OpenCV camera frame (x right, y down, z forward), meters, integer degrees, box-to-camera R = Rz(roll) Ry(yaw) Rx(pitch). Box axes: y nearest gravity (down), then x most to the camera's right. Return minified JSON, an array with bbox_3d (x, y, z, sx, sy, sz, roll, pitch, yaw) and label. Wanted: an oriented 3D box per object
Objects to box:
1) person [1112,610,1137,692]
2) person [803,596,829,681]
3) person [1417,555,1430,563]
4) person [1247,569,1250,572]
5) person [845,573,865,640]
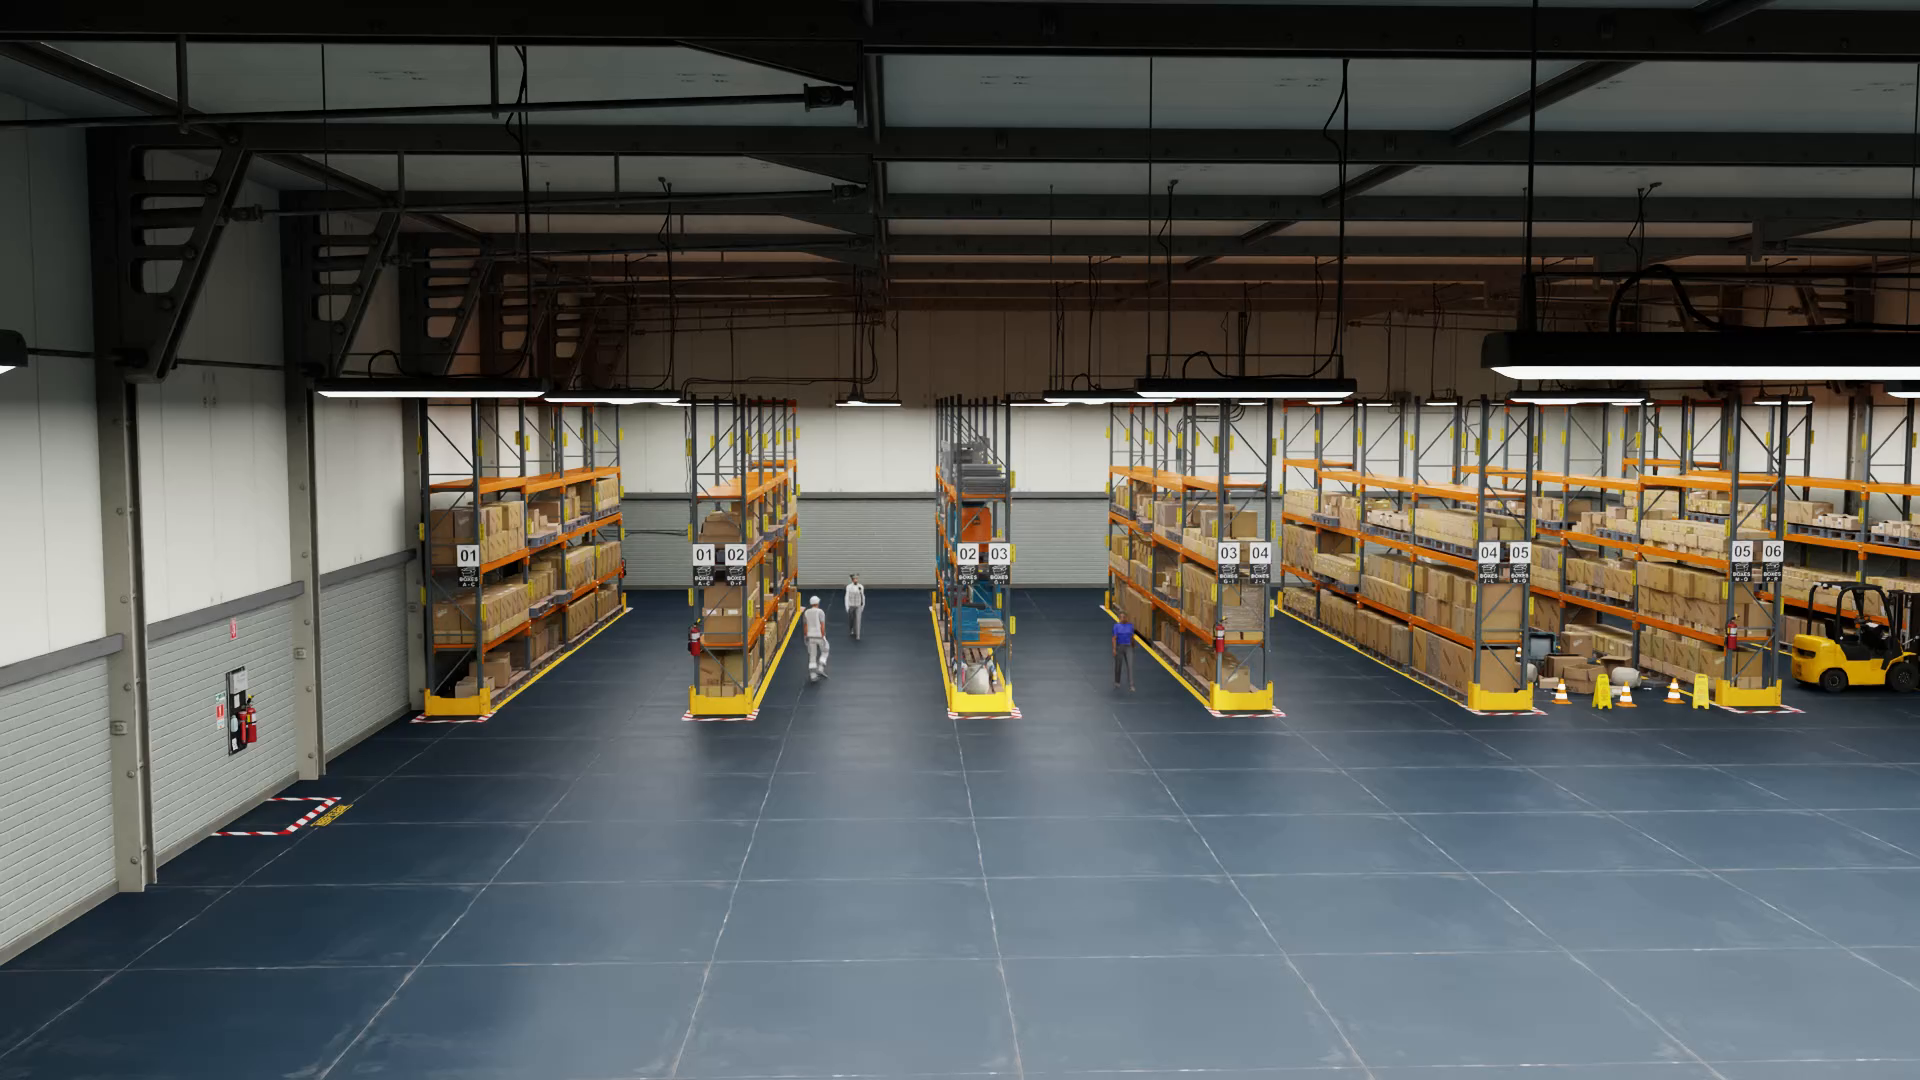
[{"bbox_3d":[3.338,2.240,33.820,0.476,1.617,0.838,0,4,2],"label":"person"},{"bbox_3d":[-3.049,2.060,35.059,0.559,1.773,0.496,1,5,13],"label":"person"},{"bbox_3d":[14.175,0.859,50.866,0.447,1.679,0.513,-2,5,-25],"label":"person"},{"bbox_3d":[8.662,1.008,48.621,0.761,1.747,0.584,-4,6,-44],"label":"person"},{"bbox_3d":[-2.618,1.628,41.429,0.491,1.624,1.013,0,5,-3],"label":"person"}]
